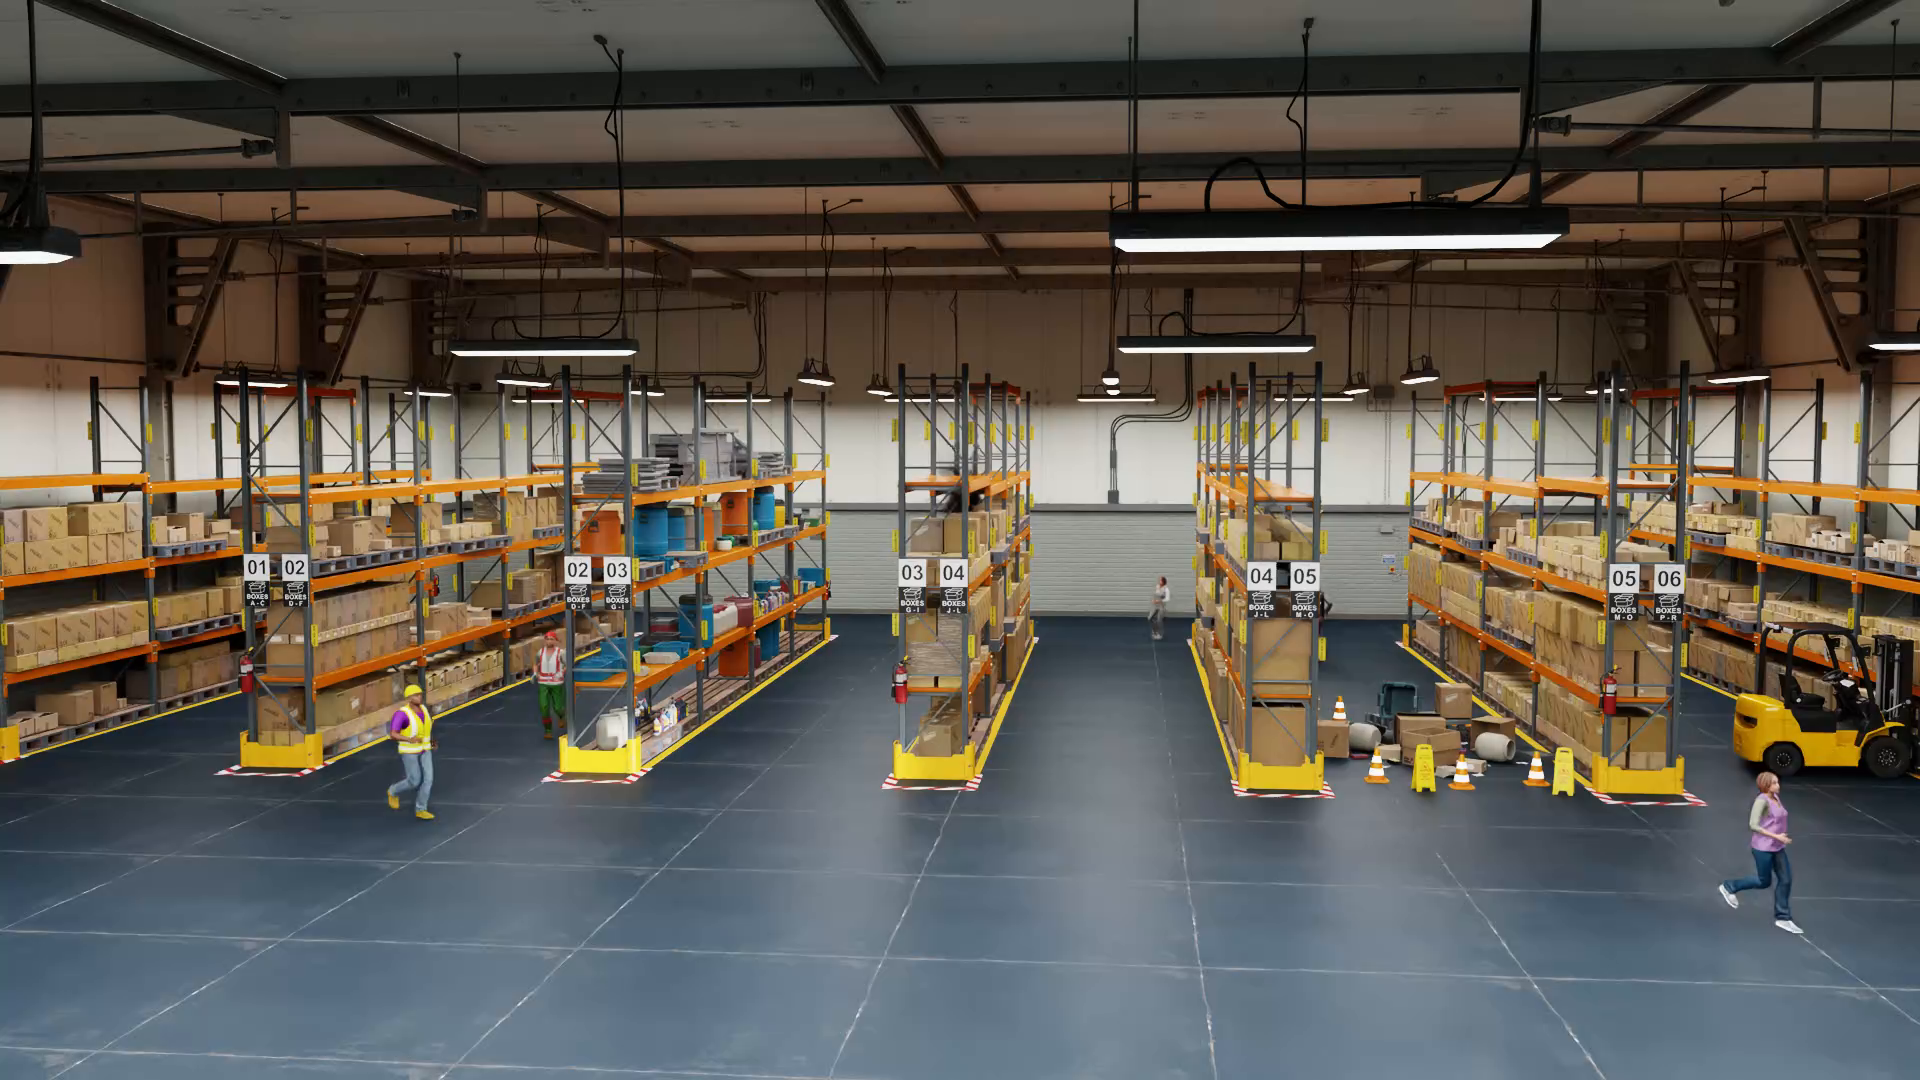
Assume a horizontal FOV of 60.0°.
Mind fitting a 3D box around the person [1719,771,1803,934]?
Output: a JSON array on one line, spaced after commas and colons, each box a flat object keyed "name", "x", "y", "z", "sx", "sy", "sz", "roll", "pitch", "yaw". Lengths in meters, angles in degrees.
[{"name": "person", "x": 8.169, "y": 3.135, "z": 16.893, "sx": 0.551, "sy": 1.594, "sz": 0.834, "roll": -3, "pitch": 5, "yaw": -38}]

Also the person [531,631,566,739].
[{"name": "person", "x": -6.732, "y": 2.373, "z": 27.385, "sx": 0.663, "sy": 1.748, "sz": 0.780, "roll": 0, "pitch": 4, "yaw": 0}]

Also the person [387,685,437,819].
[{"name": "person", "x": -7.129, "y": 2.743, "z": 21.647, "sx": 0.733, "sy": 1.732, "sz": 0.708, "roll": 2, "pitch": 4, "yaw": 28}]

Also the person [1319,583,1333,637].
[{"name": "person", "x": 7.903, "y": 1.746, "z": 37.005, "sx": 0.657, "sy": 1.704, "sz": 0.971, "roll": 0, "pitch": 4, "yaw": -5}]

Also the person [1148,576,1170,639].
[{"name": "person", "x": 4.849, "y": 1.645, "z": 40.151, "sx": 0.575, "sy": 1.553, "sz": 0.568, "roll": 4, "pitch": 5, "yaw": 45}]
